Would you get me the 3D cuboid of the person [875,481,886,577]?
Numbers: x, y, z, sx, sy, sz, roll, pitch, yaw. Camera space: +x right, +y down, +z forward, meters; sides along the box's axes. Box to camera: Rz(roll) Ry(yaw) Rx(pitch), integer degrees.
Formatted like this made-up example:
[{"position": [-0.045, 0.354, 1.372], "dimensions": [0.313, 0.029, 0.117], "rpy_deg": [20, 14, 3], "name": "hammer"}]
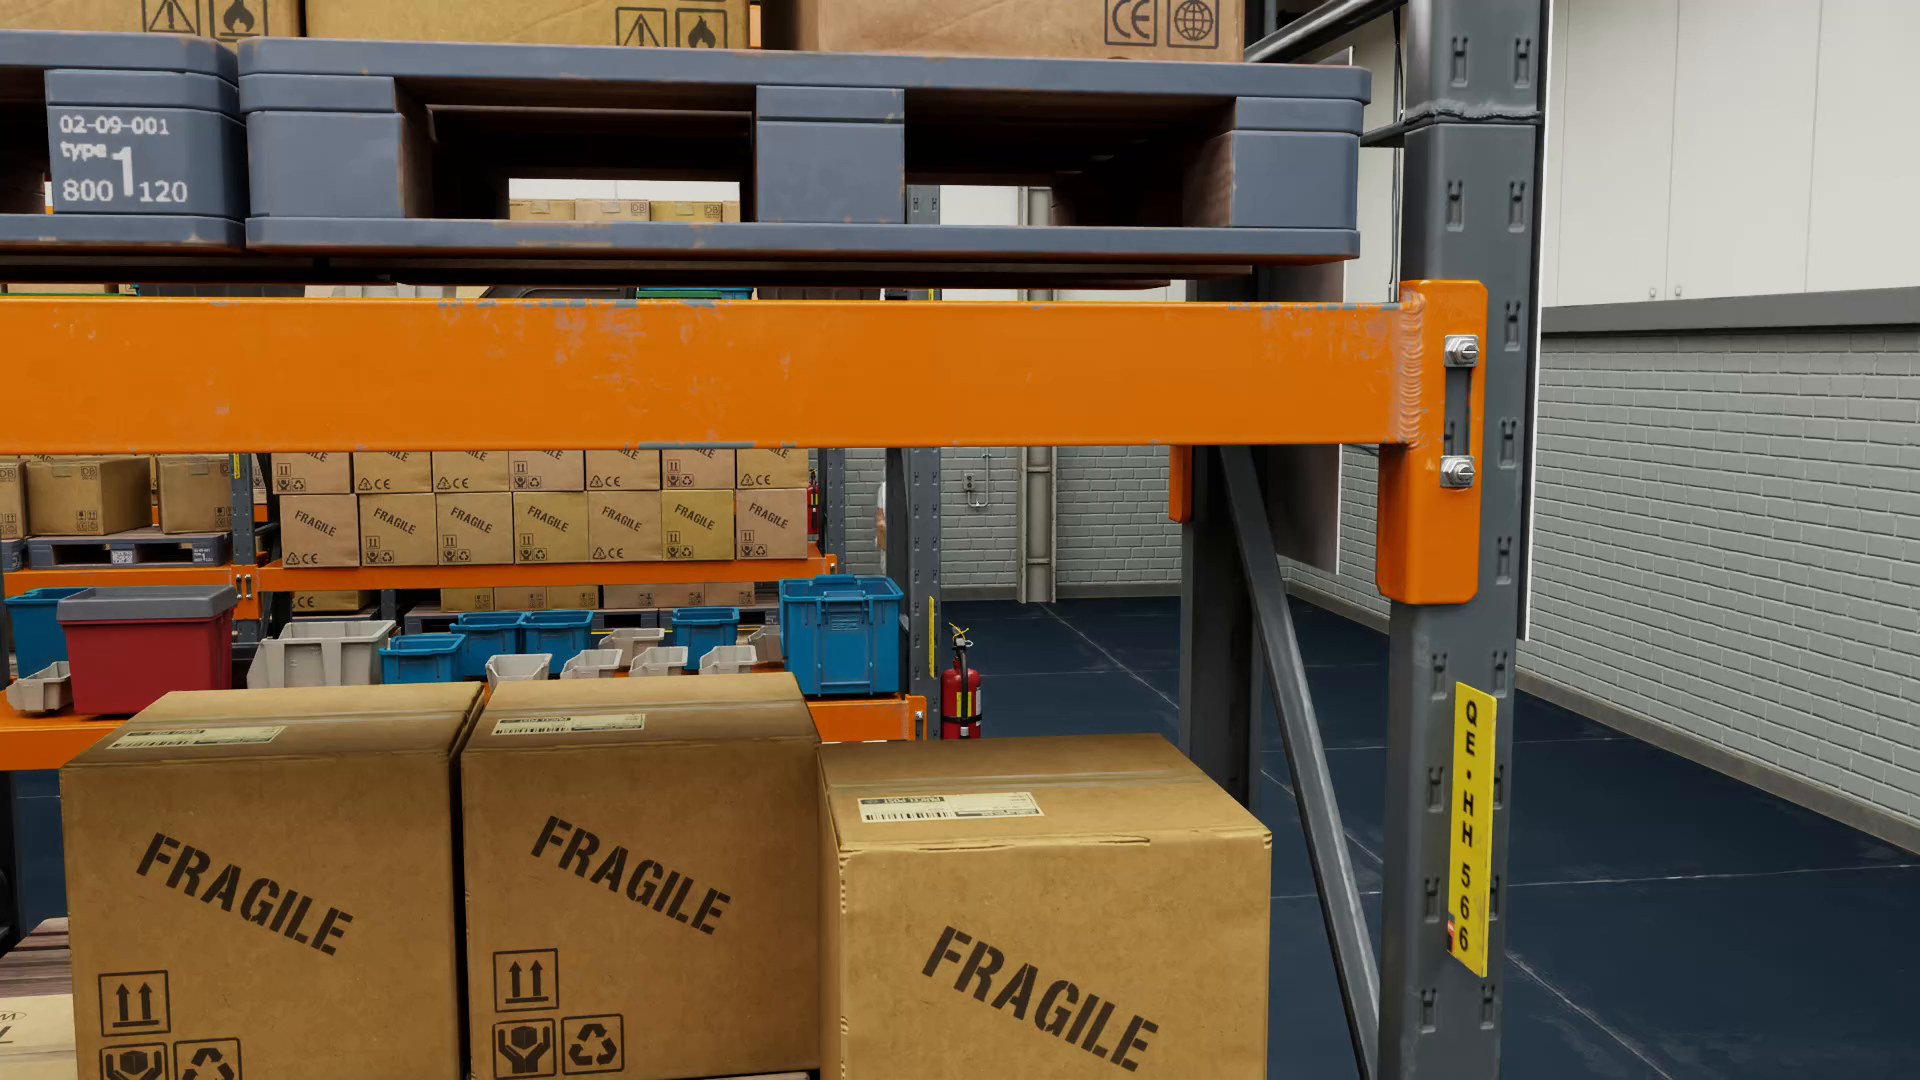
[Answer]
[{"position": [-0.598, 0.010, 16.563], "dimensions": [0.490, 1.776, 0.595], "rpy_deg": [2, 7, 17], "name": "person"}]
